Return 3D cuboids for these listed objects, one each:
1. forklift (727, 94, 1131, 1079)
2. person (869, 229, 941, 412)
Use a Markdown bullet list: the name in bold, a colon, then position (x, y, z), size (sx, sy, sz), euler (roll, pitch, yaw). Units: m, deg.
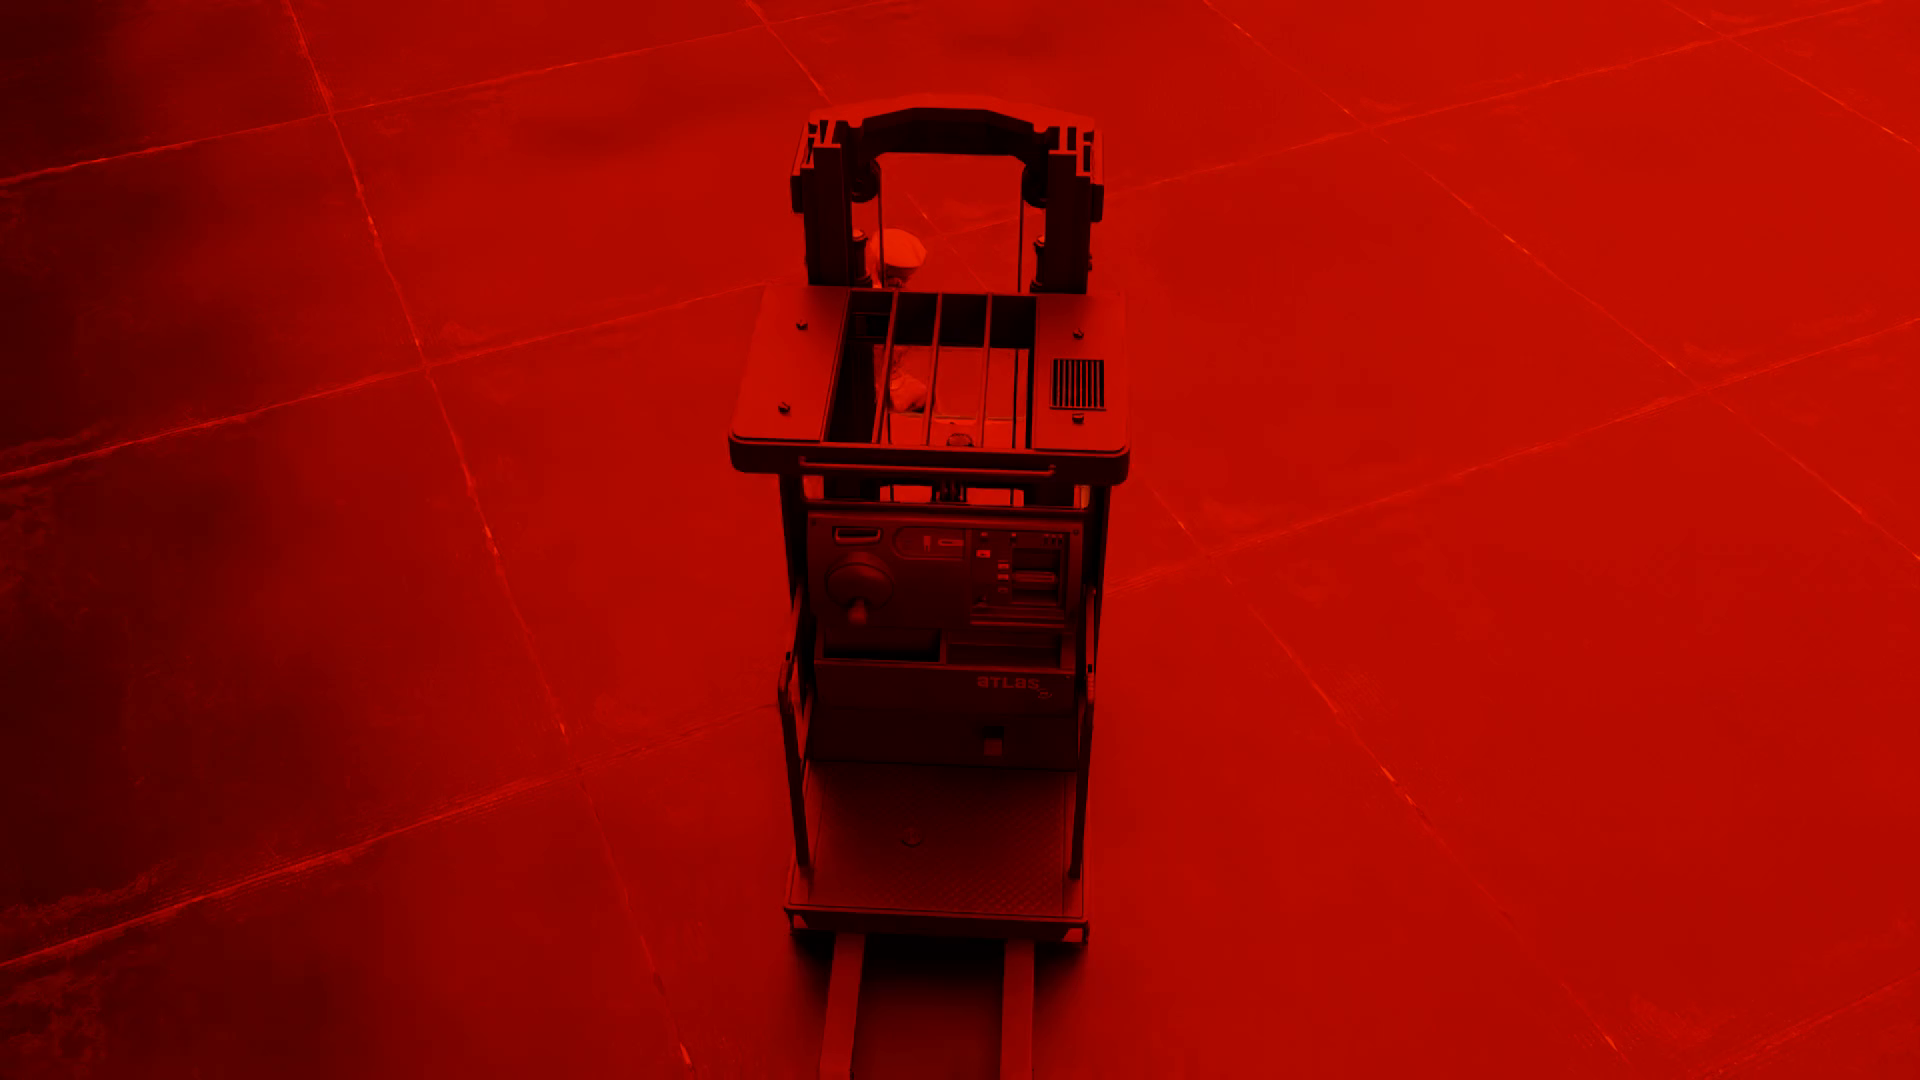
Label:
- **forklift**: position (-0.063, 0.195, 5.472), size (1.130, 2.935, 3.031), euler (2, 43, 2)
- **person**: position (-0.358, -0.827, 7.617), size (0.770, 1.486, 0.696), euler (-7, 44, -8)
